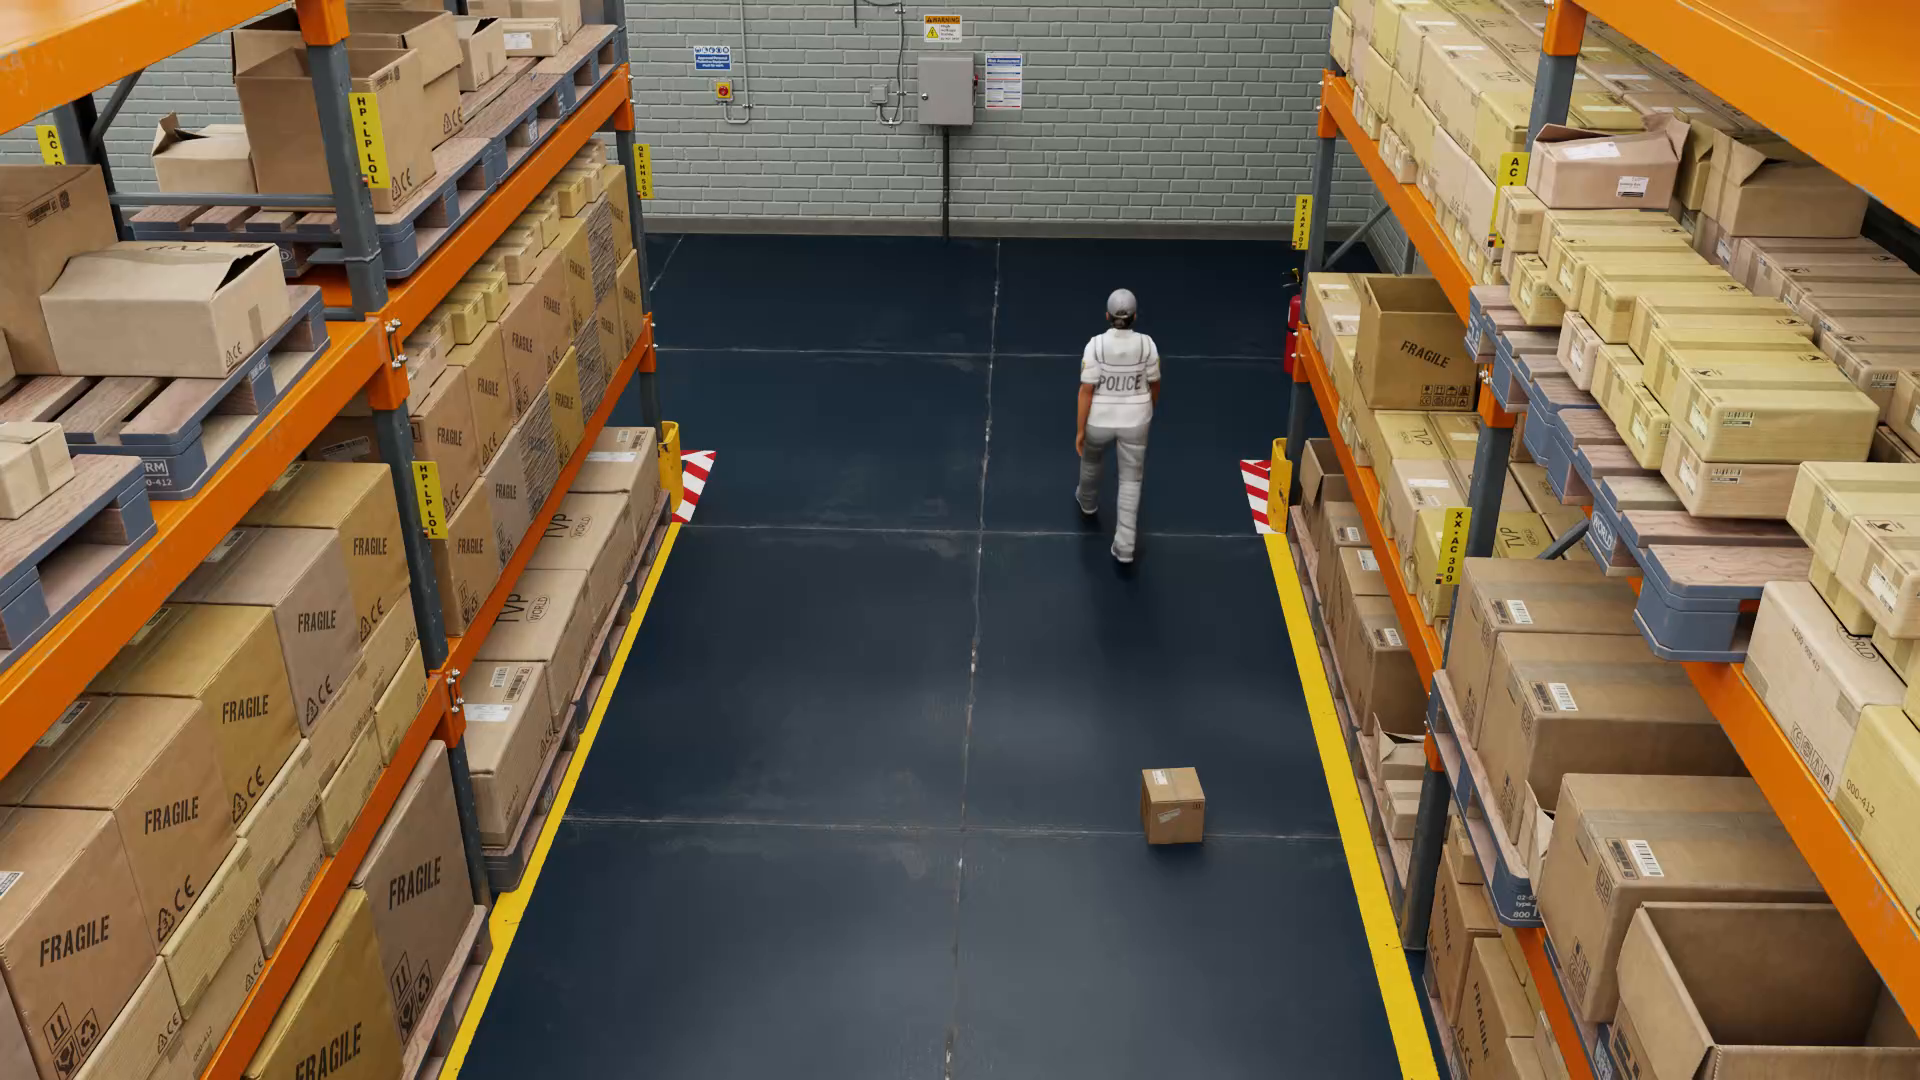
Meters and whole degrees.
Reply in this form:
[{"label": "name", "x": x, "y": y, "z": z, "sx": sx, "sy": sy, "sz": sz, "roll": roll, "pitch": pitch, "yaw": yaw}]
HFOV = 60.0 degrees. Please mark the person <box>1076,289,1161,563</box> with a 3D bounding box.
[{"label": "person", "x": 0.952, "y": -0.752, "z": 10.030, "sx": 0.495, "sy": 1.599, "sz": 1.050, "roll": 2, "pitch": 28, "yaw": 4}]
